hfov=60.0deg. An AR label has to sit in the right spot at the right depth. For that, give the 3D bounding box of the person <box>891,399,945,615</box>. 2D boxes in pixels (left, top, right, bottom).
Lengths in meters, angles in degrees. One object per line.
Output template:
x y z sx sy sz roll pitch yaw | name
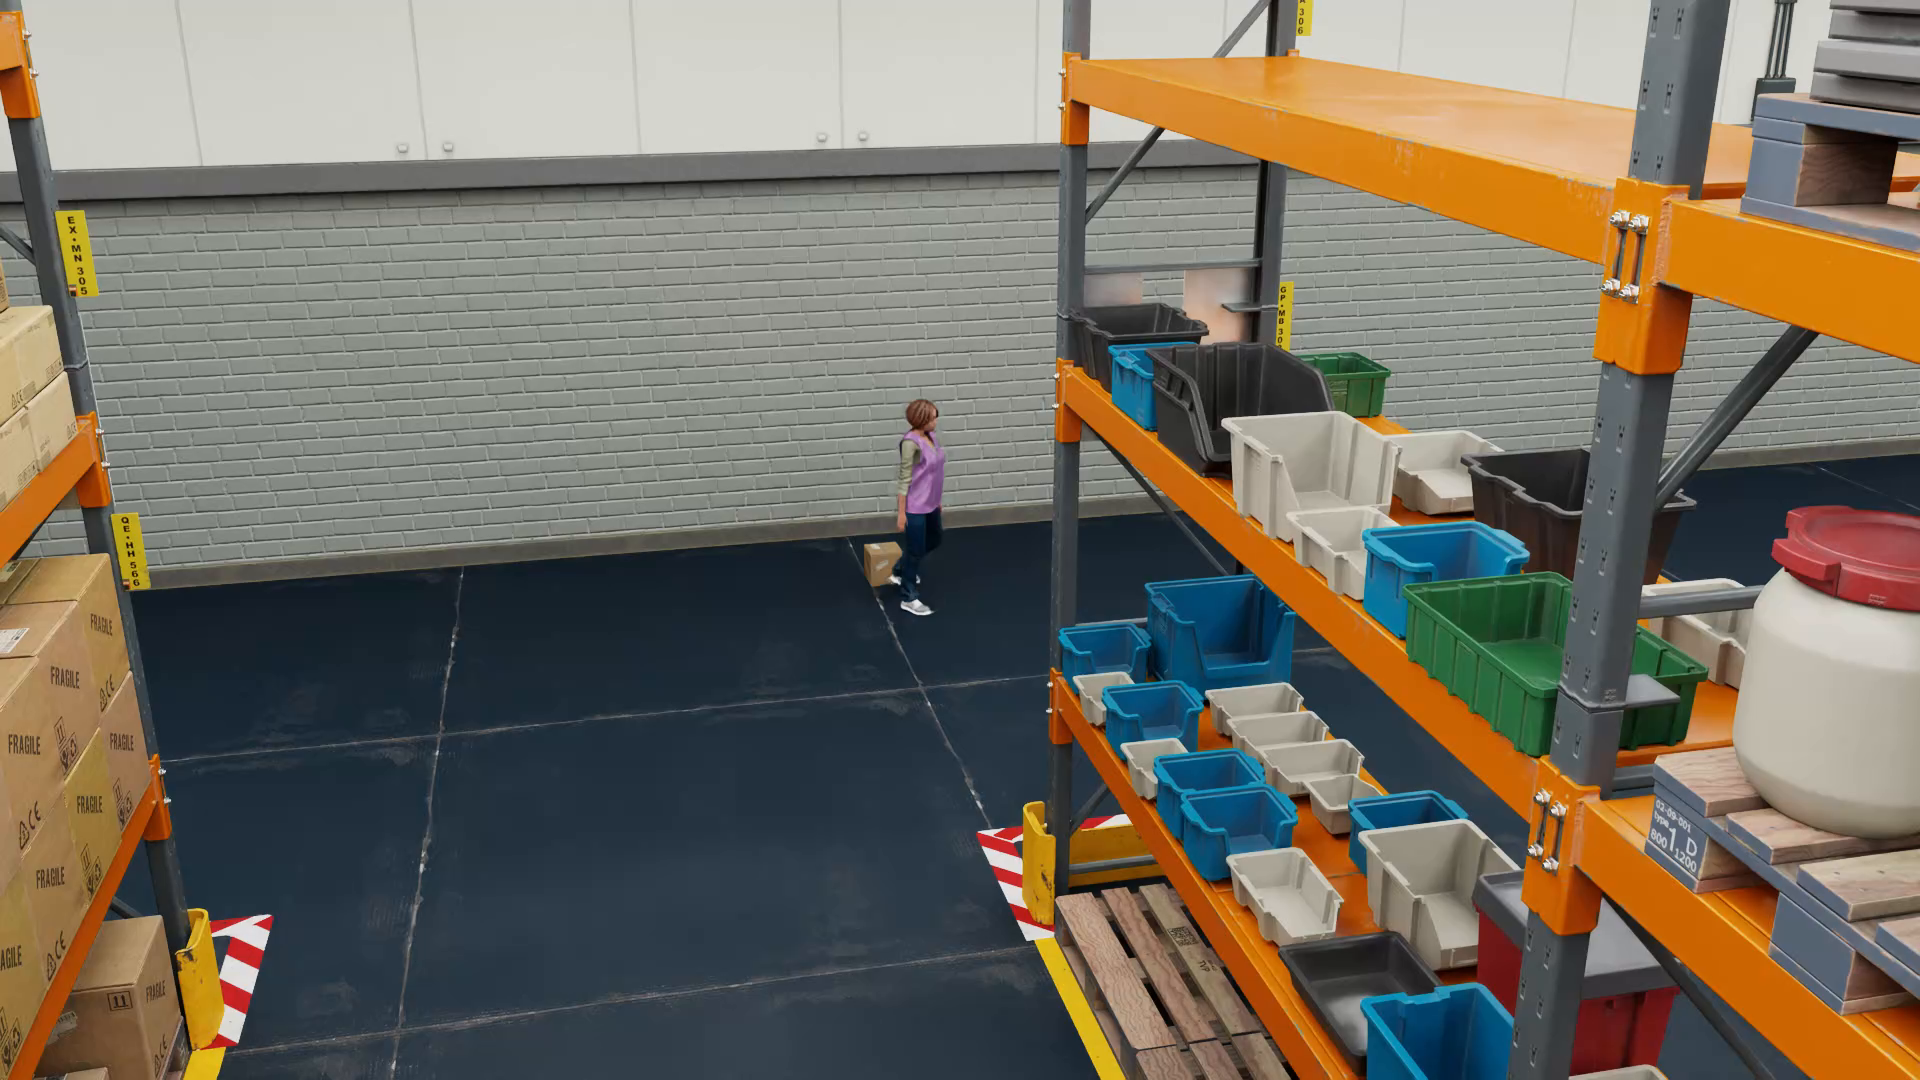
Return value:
-0.320 -0.267 11.801 0.477 1.585 0.592 7 21 20 | person
